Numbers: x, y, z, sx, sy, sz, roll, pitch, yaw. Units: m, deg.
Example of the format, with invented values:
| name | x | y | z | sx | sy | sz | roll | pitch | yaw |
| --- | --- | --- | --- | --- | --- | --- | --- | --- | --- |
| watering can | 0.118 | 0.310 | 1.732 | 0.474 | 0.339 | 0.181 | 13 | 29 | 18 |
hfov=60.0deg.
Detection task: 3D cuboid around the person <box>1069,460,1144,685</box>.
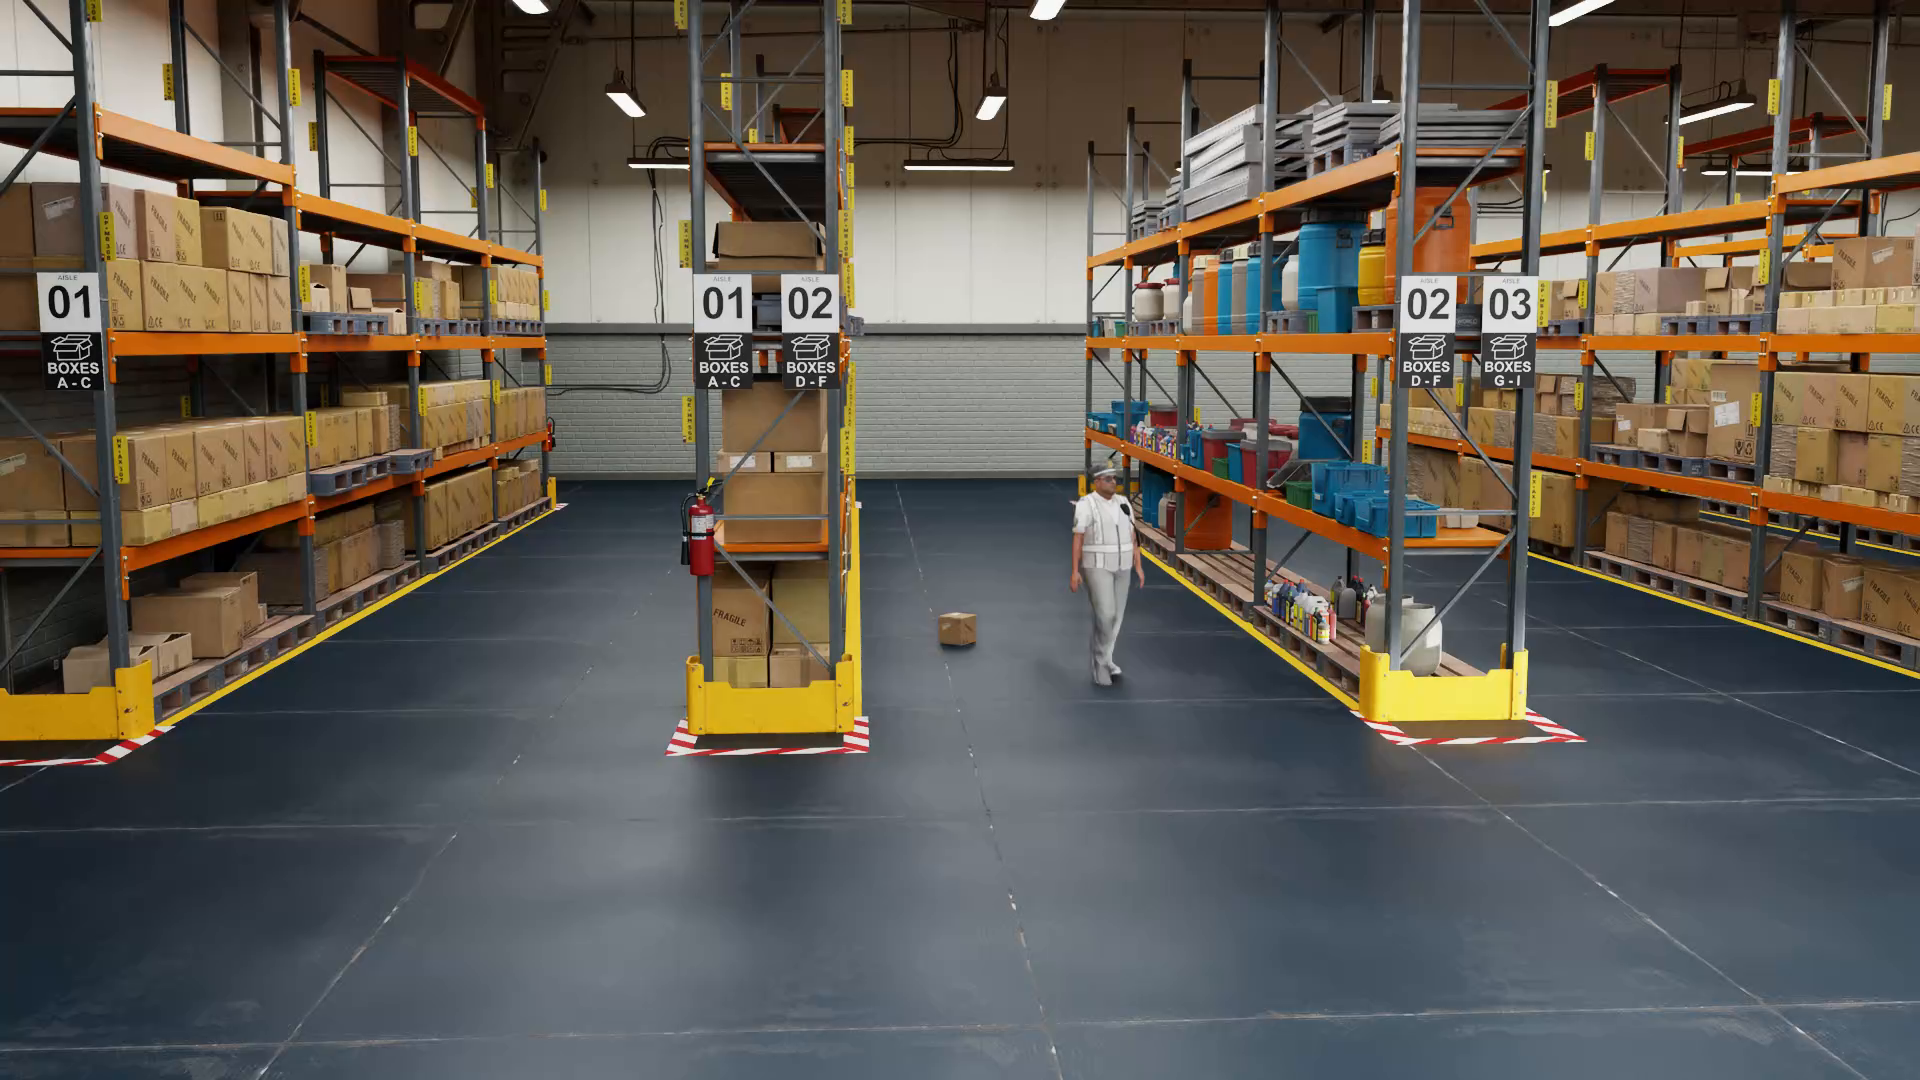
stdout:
| name | x | y | z | sx | sy | sz | roll | pitch | yaw |
| --- | --- | --- | --- | --- | --- | --- | --- | --- | --- |
| person | 1.214 | 0.270 | 13.494 | 0.576 | 1.841 | 0.512 | -4 | 8 | -28 |
